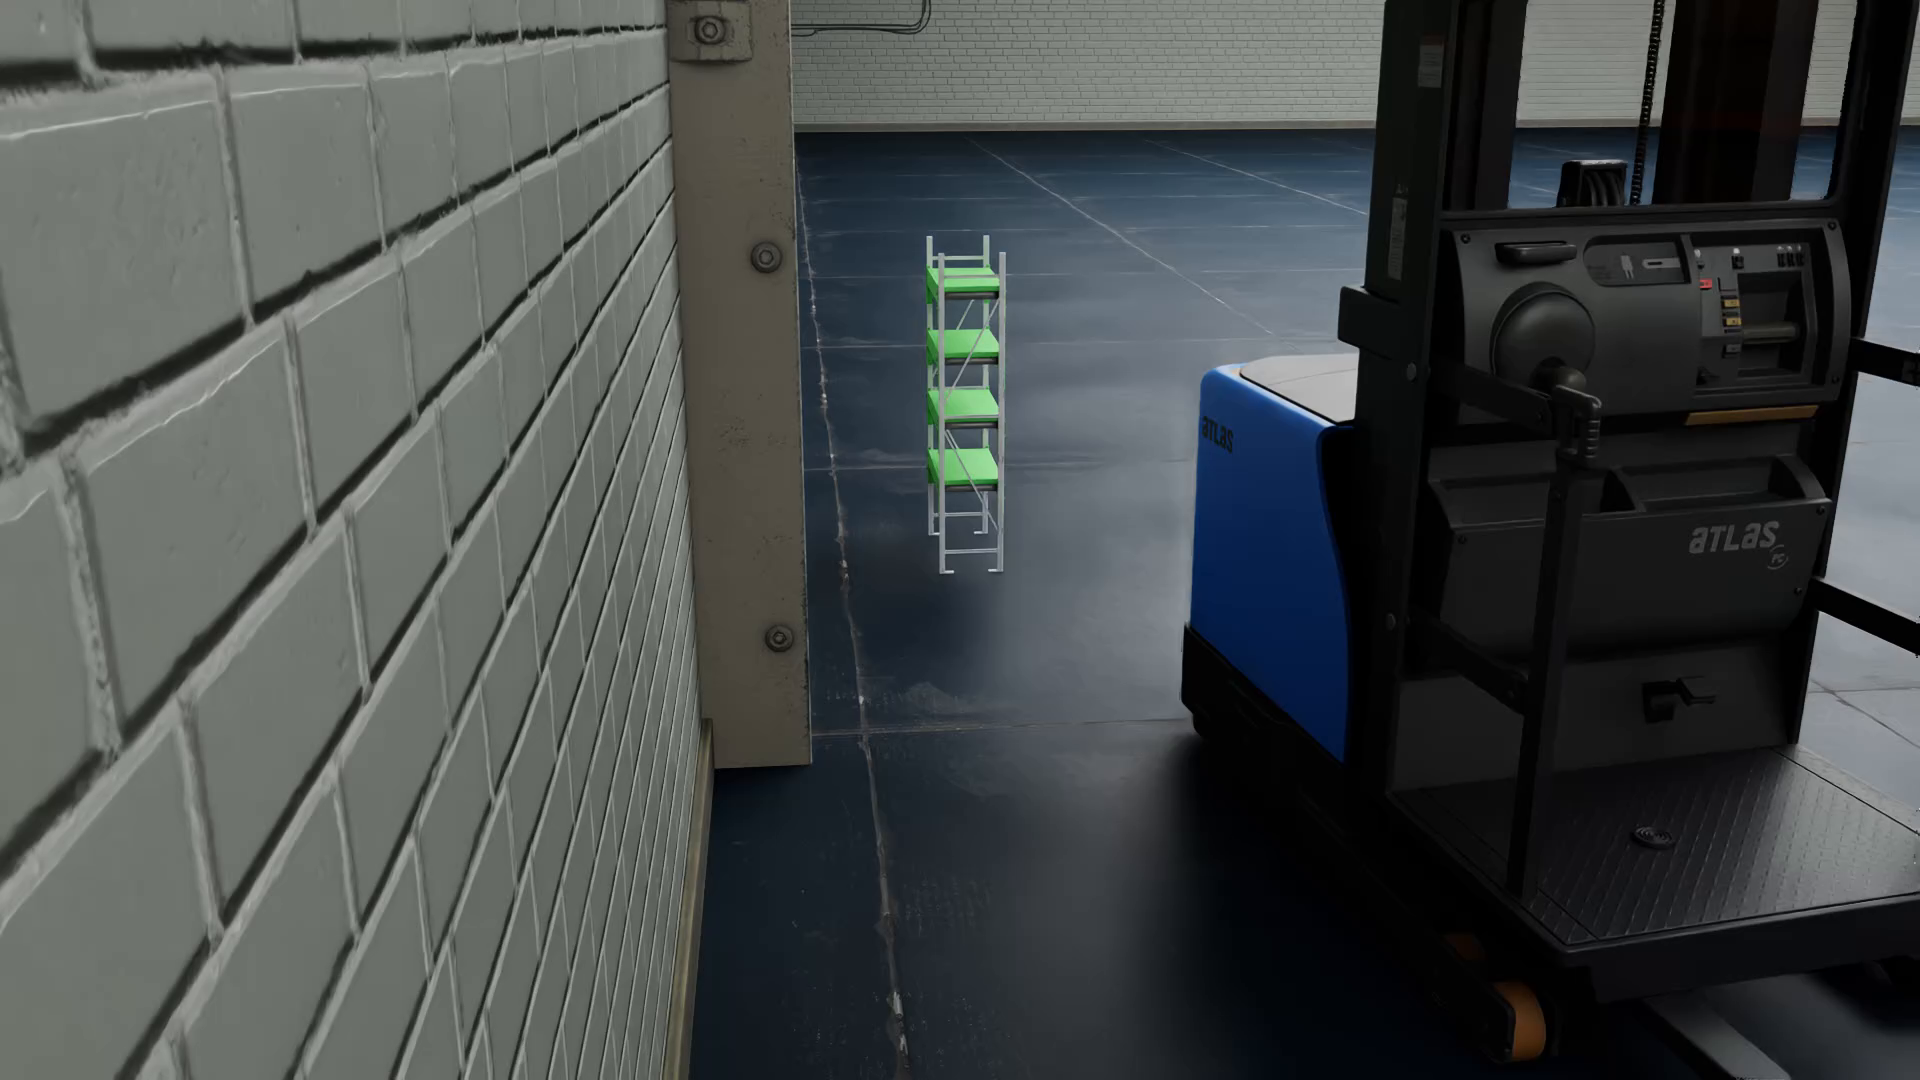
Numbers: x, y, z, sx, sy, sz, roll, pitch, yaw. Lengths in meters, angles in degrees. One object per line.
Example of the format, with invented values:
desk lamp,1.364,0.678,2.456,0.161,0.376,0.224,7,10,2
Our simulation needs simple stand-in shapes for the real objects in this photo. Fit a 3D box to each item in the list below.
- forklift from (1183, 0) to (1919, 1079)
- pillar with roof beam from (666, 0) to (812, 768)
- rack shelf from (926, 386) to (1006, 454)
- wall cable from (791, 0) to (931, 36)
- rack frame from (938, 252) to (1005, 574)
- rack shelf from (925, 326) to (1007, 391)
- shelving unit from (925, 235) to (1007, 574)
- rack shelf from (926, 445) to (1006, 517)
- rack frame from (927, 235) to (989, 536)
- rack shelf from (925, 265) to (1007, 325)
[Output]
forklift,1.509,-0.475,3.297,1.130,2.935,3.031,-4,18,-13
pillar with roof beam,3.692,-3.851,3.921,9.100,9.000,0.400,-2,18,-6
rack shelf,0.017,-0.462,6.359,0.258,0.148,0.480,-2,18,-6
wall cable,-2.054,-10.306,29.664,3.097,2.526,0.112,-2,18,-6
rack frame,0.042,-0.450,6.109,0.240,1.200,0.015,-2,18,-6
rack shelf,0.017,-0.691,6.288,0.258,0.148,0.480,-2,18,-6
shelving unit,0.017,-0.523,6.340,0.258,1.200,0.503,-2,18,-6
rack shelf,0.017,-0.233,6.431,0.258,0.148,0.480,-2,18,-6
rack frame,-0.008,-0.596,6.572,0.240,1.200,0.015,-2,18,-6
rack shelf,0.017,-0.920,6.216,0.258,0.148,0.480,-2,18,-6
